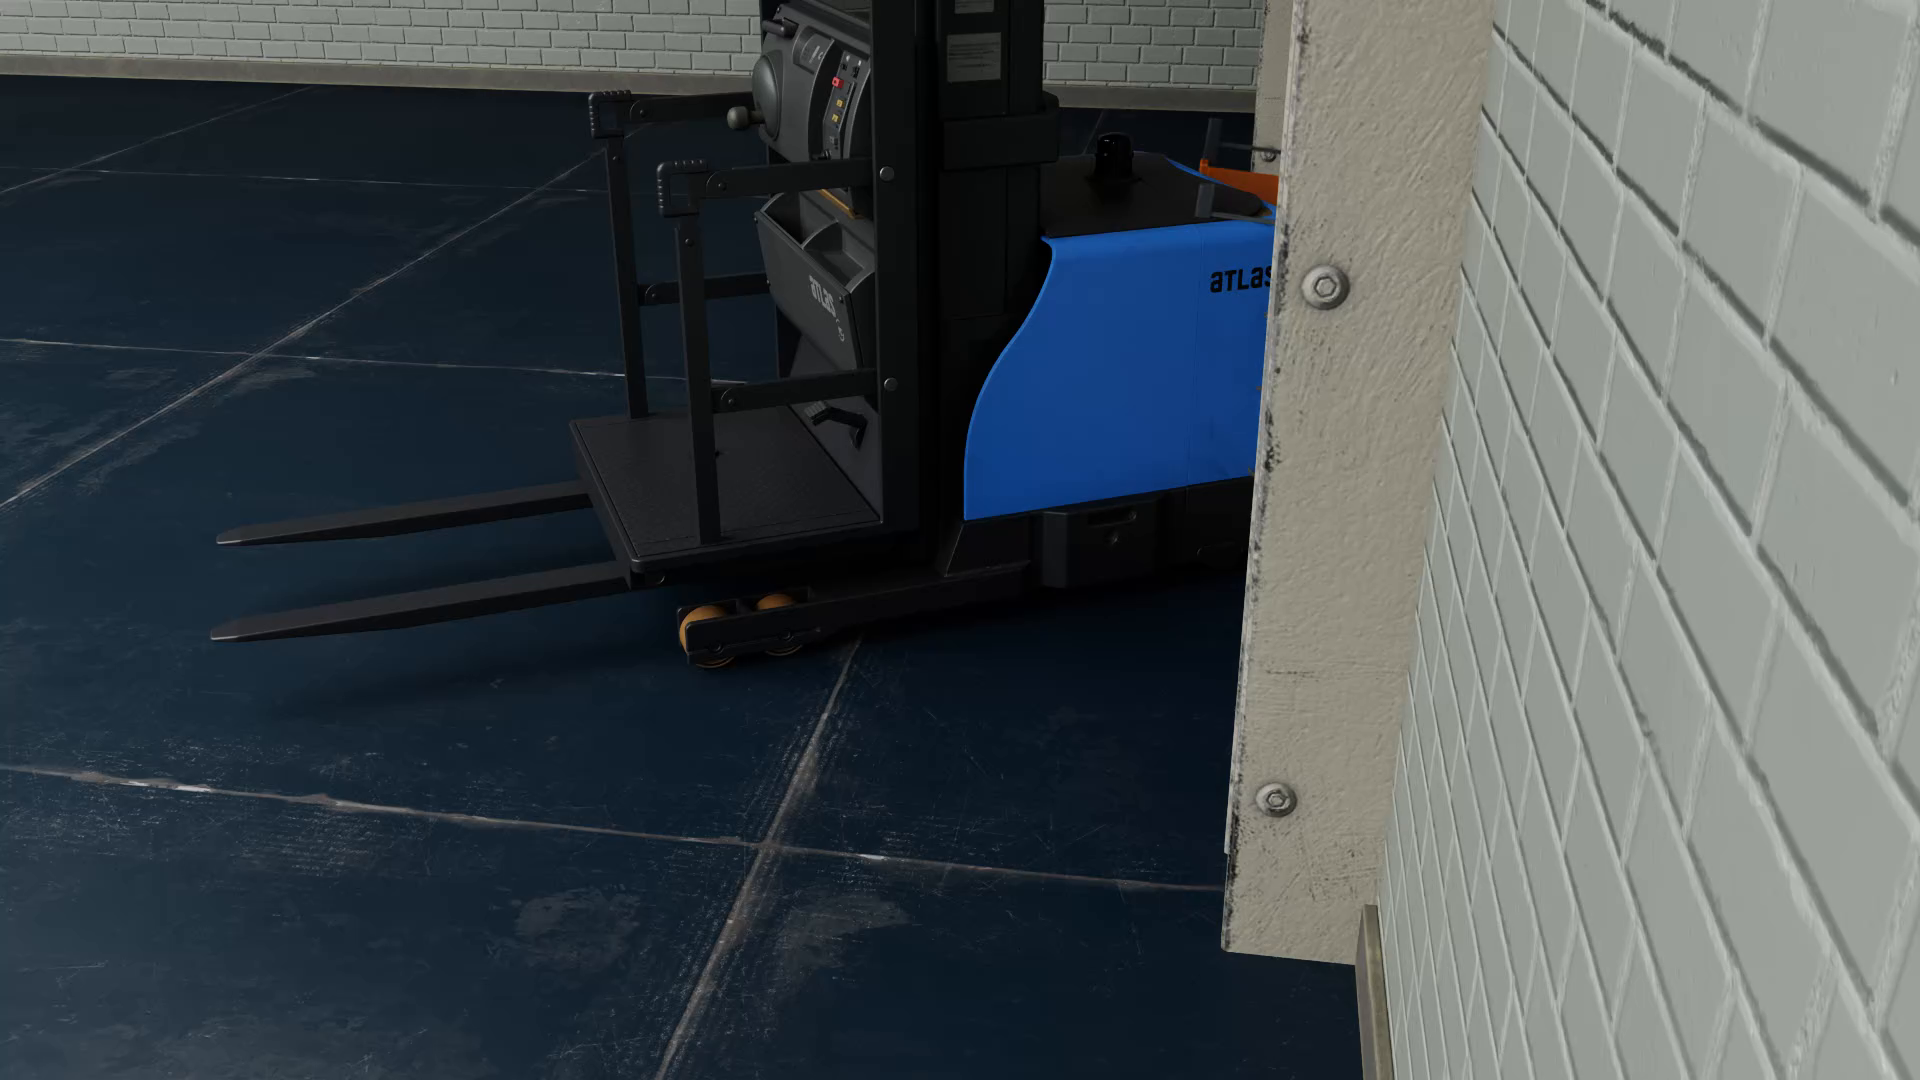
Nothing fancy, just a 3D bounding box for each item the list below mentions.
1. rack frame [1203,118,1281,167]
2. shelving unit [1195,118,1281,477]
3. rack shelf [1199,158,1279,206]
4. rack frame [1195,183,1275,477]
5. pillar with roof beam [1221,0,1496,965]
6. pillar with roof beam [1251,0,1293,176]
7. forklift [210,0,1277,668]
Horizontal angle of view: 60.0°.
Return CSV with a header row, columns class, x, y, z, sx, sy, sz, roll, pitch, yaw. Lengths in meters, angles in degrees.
class,x,y,z,sx,sy,sz,roll,pitch,yaw
rack frame,1.016,-0.851,5.720,0.500,1.125,0.032,9,25,6
shelving unit,0.934,-0.645,5.263,0.538,1.125,1.048,9,25,6
rack shelf,0.963,-0.908,5.139,0.538,0.278,1.000,9,25,6
rack frame,0.853,-0.438,4.806,0.500,1.125,0.032,9,25,6
pillar with roof beam,-3.522,-3.598,2.321,9.100,9.000,0.400,4,25,9
pillar with roof beam,-2.542,-6.107,7.682,9.100,9.000,0.400,4,25,9
forklift,-0.589,-1.233,4.427,3.031,2.935,1.130,-9,27,-19
